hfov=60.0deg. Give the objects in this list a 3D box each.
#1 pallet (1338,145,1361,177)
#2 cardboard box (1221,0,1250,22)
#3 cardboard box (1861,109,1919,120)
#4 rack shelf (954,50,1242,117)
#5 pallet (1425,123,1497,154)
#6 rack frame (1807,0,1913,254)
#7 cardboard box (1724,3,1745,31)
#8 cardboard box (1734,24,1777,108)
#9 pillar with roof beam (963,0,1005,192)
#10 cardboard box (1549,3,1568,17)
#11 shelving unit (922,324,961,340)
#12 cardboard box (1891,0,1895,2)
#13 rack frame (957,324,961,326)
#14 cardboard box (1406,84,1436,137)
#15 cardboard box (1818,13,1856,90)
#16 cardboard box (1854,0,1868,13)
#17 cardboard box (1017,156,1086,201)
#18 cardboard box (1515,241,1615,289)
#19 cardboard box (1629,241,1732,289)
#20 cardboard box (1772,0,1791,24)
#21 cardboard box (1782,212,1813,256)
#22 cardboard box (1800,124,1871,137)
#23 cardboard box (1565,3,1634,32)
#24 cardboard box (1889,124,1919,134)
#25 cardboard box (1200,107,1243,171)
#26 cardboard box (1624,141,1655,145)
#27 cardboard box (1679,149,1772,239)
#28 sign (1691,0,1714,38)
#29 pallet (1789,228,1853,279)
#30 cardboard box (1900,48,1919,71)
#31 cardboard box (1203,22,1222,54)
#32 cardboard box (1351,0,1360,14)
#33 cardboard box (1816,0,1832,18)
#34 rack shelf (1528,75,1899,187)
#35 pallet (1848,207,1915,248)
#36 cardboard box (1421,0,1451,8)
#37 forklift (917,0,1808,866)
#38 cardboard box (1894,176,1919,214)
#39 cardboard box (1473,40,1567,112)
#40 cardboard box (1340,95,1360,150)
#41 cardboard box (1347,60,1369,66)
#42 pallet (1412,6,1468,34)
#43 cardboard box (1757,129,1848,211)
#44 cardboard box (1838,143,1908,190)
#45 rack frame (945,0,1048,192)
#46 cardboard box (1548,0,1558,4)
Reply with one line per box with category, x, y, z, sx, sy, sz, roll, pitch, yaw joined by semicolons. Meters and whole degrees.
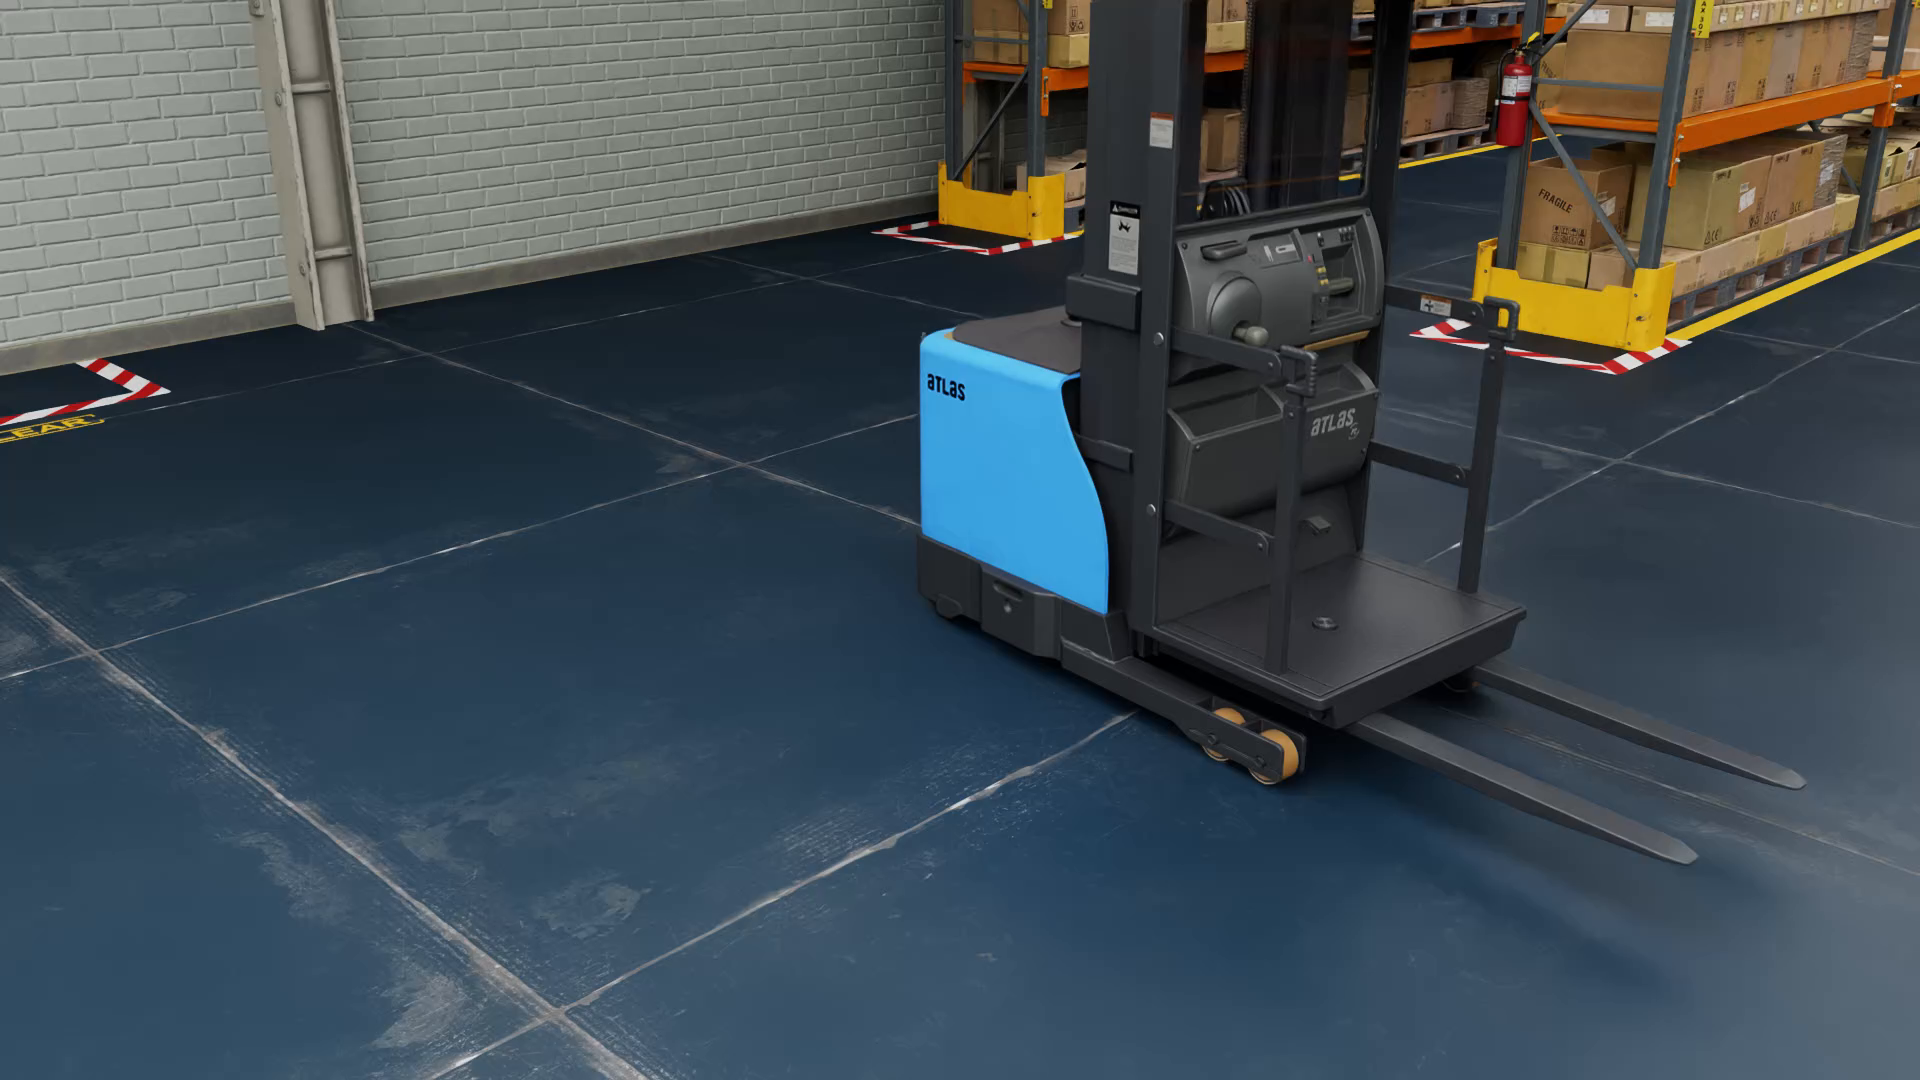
pallet;3.610;-3.887;16.892;1.003;0.211;1.213;19;28;41
cardboard box;2.257;-4.822;14.574;0.500;0.500;0.500;18;28;39
cardboard box;8.474;-3.753;15.124;0.500;0.311;0.500;18;28;39
rack shelf;1.673;-4.138;14.662;1.077;0.370;4.000;19;28;41
pallet;5.312;-4.514;18.524;1.003;0.211;1.213;19;28;41
rack frame;6.620;-3.749;12.647;1.000;3.000;0.127;19;28;41
cardboard box;4.615;-3.249;10.304;0.380;0.149;0.250;19;28;41
cardboard box;4.878;-3.146;10.940;0.700;0.500;0.500;19;28;41
pillar with roof beam;3.230;-6.079;10.347;9.100;9.000;0.400;19;28;41
cardboard box;6.682;-6.044;18.941;0.250;0.149;0.380;-19;28;-40
shelving unit;0.006;-0.422;6.919;0.258;0.900;0.210;19;28;41
cardboard box;7.884;-4.253;13.819;0.500;0.500;0.500;19;28;41
rack frame;0.077;-0.448;6.987;0.240;0.900;0.006;19;28;41
cardboard box;4.624;-4.618;17.780;0.700;0.500;0.500;19;28;40
cardboard box;5.951;-3.543;11.971;0.700;0.500;0.500;19;28;40
cardboard box;6.229;-3.844;11.850;0.380;0.149;0.250;18;28;39
cardboard box;0.825;-3.065;14.002;0.500;0.311;0.500;15;26;35
cardboard box;3.992;-1.845;10.941;0.500;0.250;0.500;19;28;41
cardboard box;4.709;-1.845;10.940;0.500;0.250;0.500;19;28;41
cardboard box;5.154;-3.449;10.822;0.380;0.149;0.250;19;28;40
cardboard box;5.759;-2.229;11.940;0.500;0.250;0.500;19;28;41
cardboard box;7.405;-3.362;14.106;0.500;0.311;0.500;19;28;40
cardboard box;3.959;-3.216;10.217;0.380;0.149;0.250;19;28;40
cardboard box;8.158;-3.362;14.107;0.500;0.311;0.500;-19;28;-41
cardboard box;2.373;-3.749;15.519;0.500;0.500;0.500;17;27;37
cardboard box;5.027;-2.584;11.819;0.500;0.500;0.500;19;28;41
cardboard box;5.050;-2.326;11.147;0.500;0.500;0.500;19;28;41
sign;4.223;-3.021;9.437;0.100;0.325;0.005;19;28;41
pallet;6.035;-2.253;12.643;1.003;0.211;1.213;19;28;41
cardboard box;7.384;-3.808;13.151;0.380;0.149;0.250;19;28;41
cardboard box;1.911;-4.341;14.368;0.500;0.250;0.500;20;28;41
cardboard box;3.447;-5.362;16.091;0.700;0.500;0.500;19;28;41
cardboard box;5.697;-3.649;11.343;0.250;0.149;0.380;-19;28;-41
rack shelf;5.225;-2.899;11.438;1.077;0.370;4.000;19;28;41
pallet;7.106;-2.646;13.665;1.003;0.211;1.213;19;28;41
cardboard box;4.684;-5.819;17.280;0.700;0.500;0.500;19;28;41
forklift;1.164;-0.819;5.120;1.130;2.935;3.031;-17;27;-37
cardboard box;7.436;-2.834;13.514;0.500;0.250;0.500;-19;28;-41
cardboard box;6.465;-5.365;19.262;0.750;0.750;0.750;19;28;40
cardboard box;3.569;-4.220;16.743;0.500;0.500;0.700;-19;28;-40
cardboard box;4.234;-4.818;17.255;0.500;0.250;0.500;18;28;39
pallet;4.507;-5.407;17.229;1.003;0.211;1.213;19;28;41
cardboard box;6.096;-2.712;12.151;0.500;0.500;0.500;19;28;41
cardboard box;7.086;-2.967;13.078;0.500;0.311;0.500;19;28;41
rack frame;0.277;-3.959;13.195;1.000;3.000;0.127;19;28;41
cardboard box;6.381;-6.271;18.628;0.500;0.500;0.500;-19;28;-40
